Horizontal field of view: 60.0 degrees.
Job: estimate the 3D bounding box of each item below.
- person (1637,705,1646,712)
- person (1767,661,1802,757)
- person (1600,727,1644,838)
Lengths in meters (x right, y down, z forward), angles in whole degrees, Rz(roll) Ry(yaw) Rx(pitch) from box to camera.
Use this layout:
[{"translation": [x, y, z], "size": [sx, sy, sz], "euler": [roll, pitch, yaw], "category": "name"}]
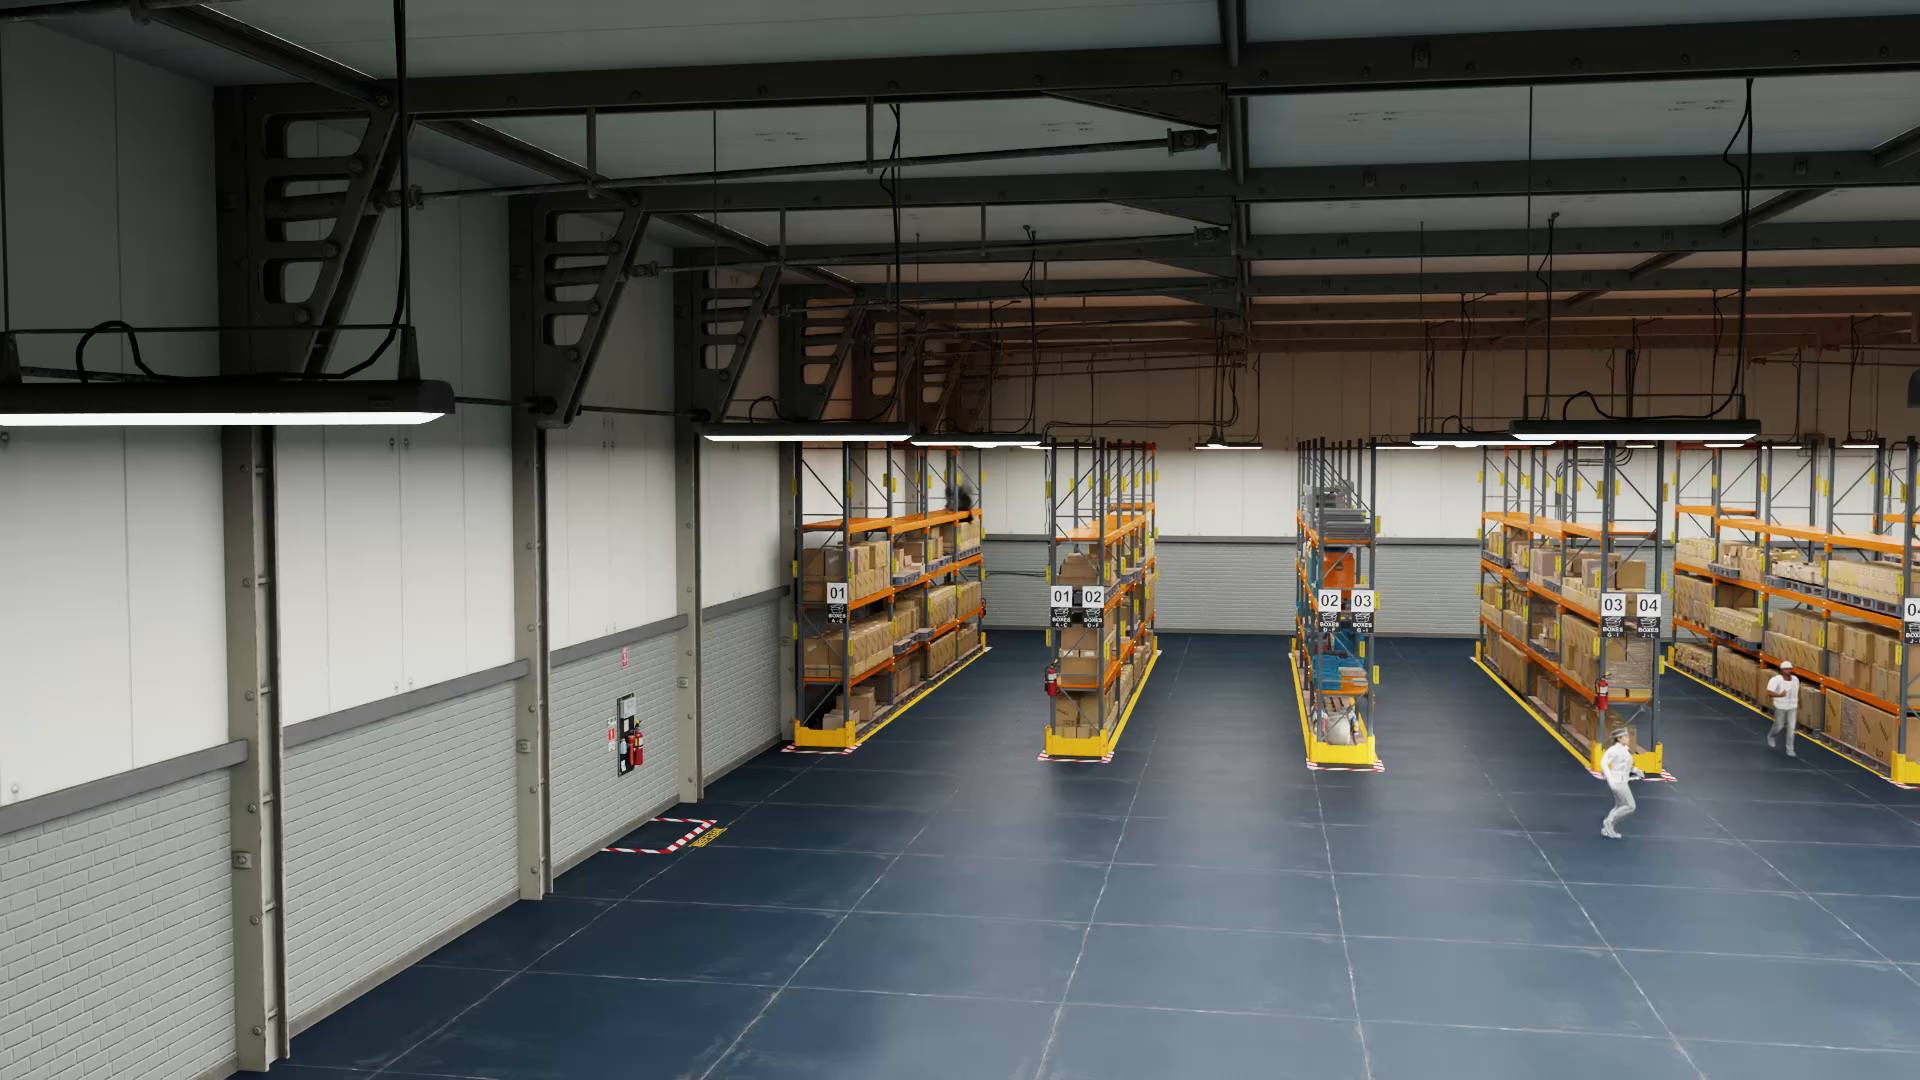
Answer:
[{"translation": [15.081, 2.928, 36.846], "size": [0.607, 1.650, 0.888], "euler": [0, 3, 9], "category": "person"}, {"translation": [15.563, 3.155, 31.400], "size": [0.702, 1.747, 0.953], "euler": [0, 3, 4], "category": "person"}, {"translation": [9.798, 3.586, 24.581], "size": [0.559, 1.657, 0.623], "euler": [2, 4, 35], "category": "person"}]
